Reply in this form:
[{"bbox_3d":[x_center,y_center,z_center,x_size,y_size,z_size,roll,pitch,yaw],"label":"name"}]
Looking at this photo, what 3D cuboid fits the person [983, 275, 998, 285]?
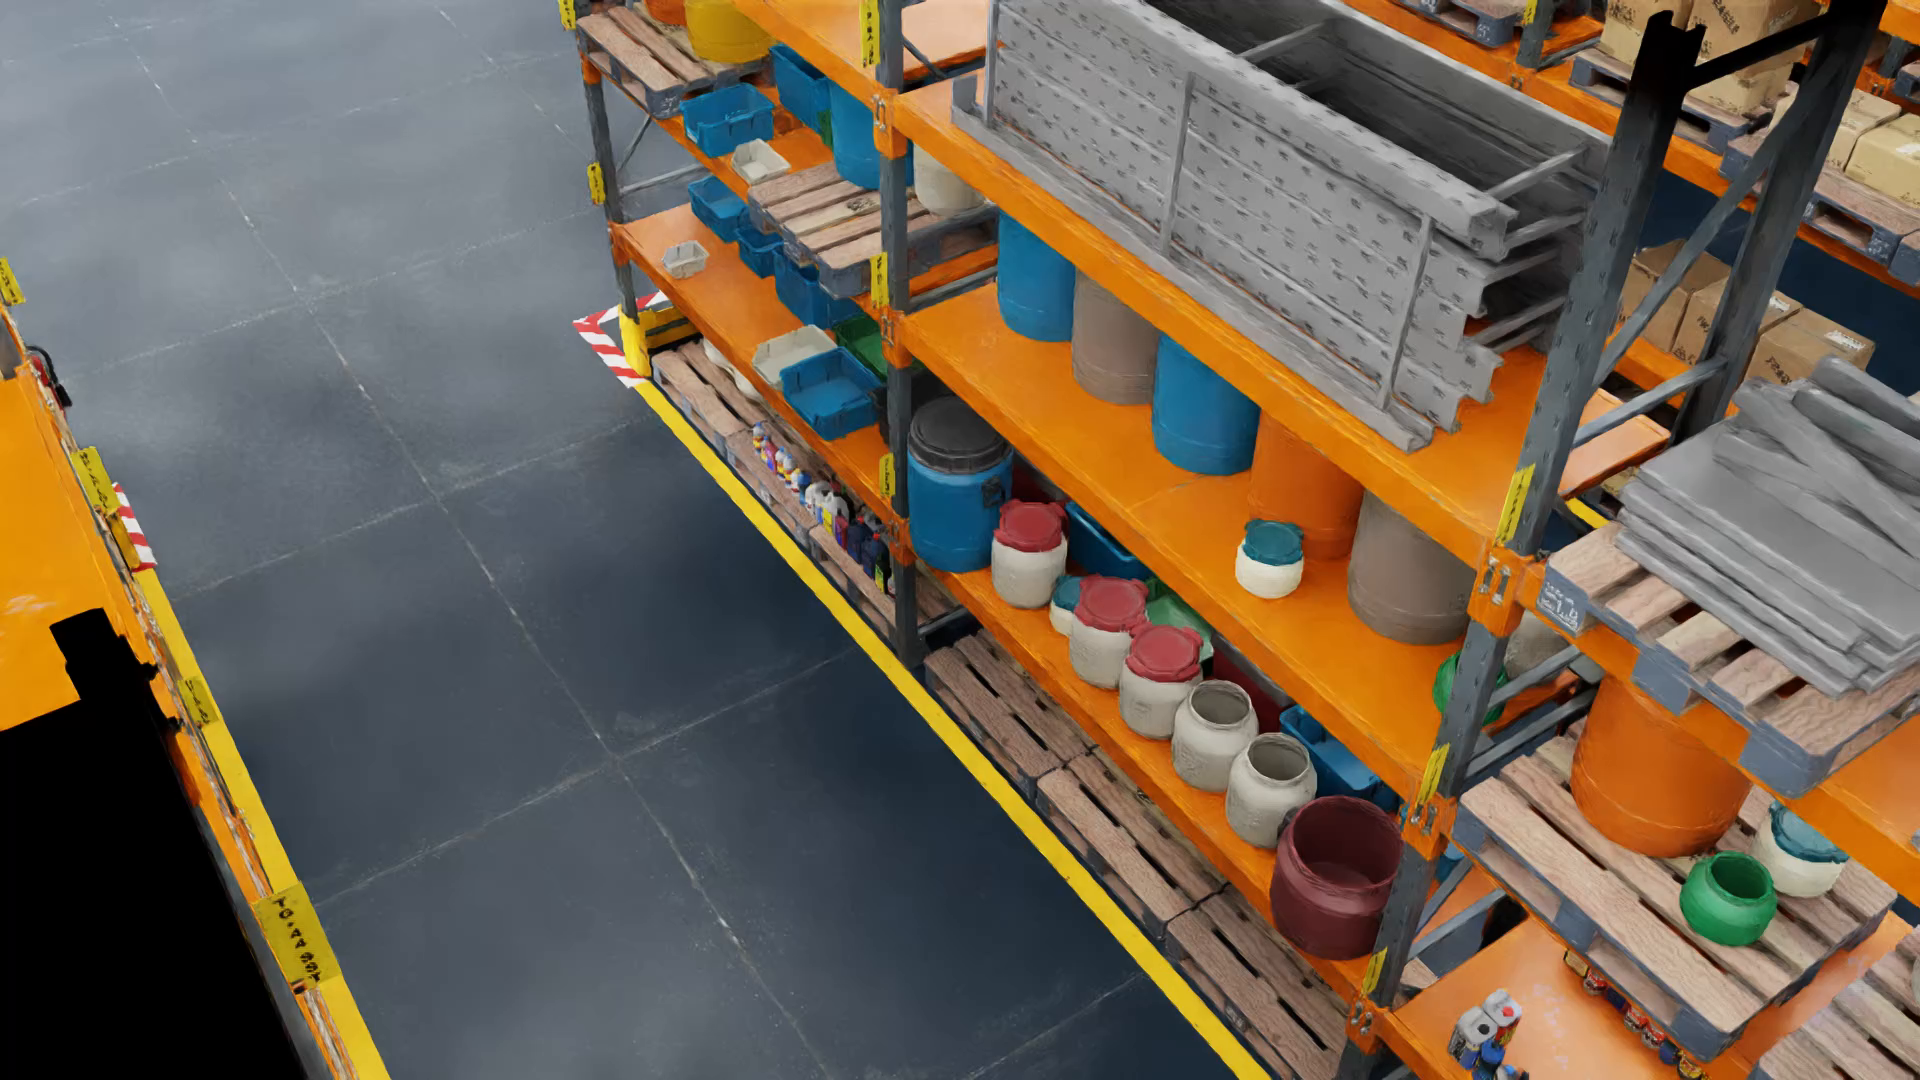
[{"bbox_3d":[0.466,-1.905,12.577,0.582,1.701,0.981,-9,43,-9],"label":"person"}]
